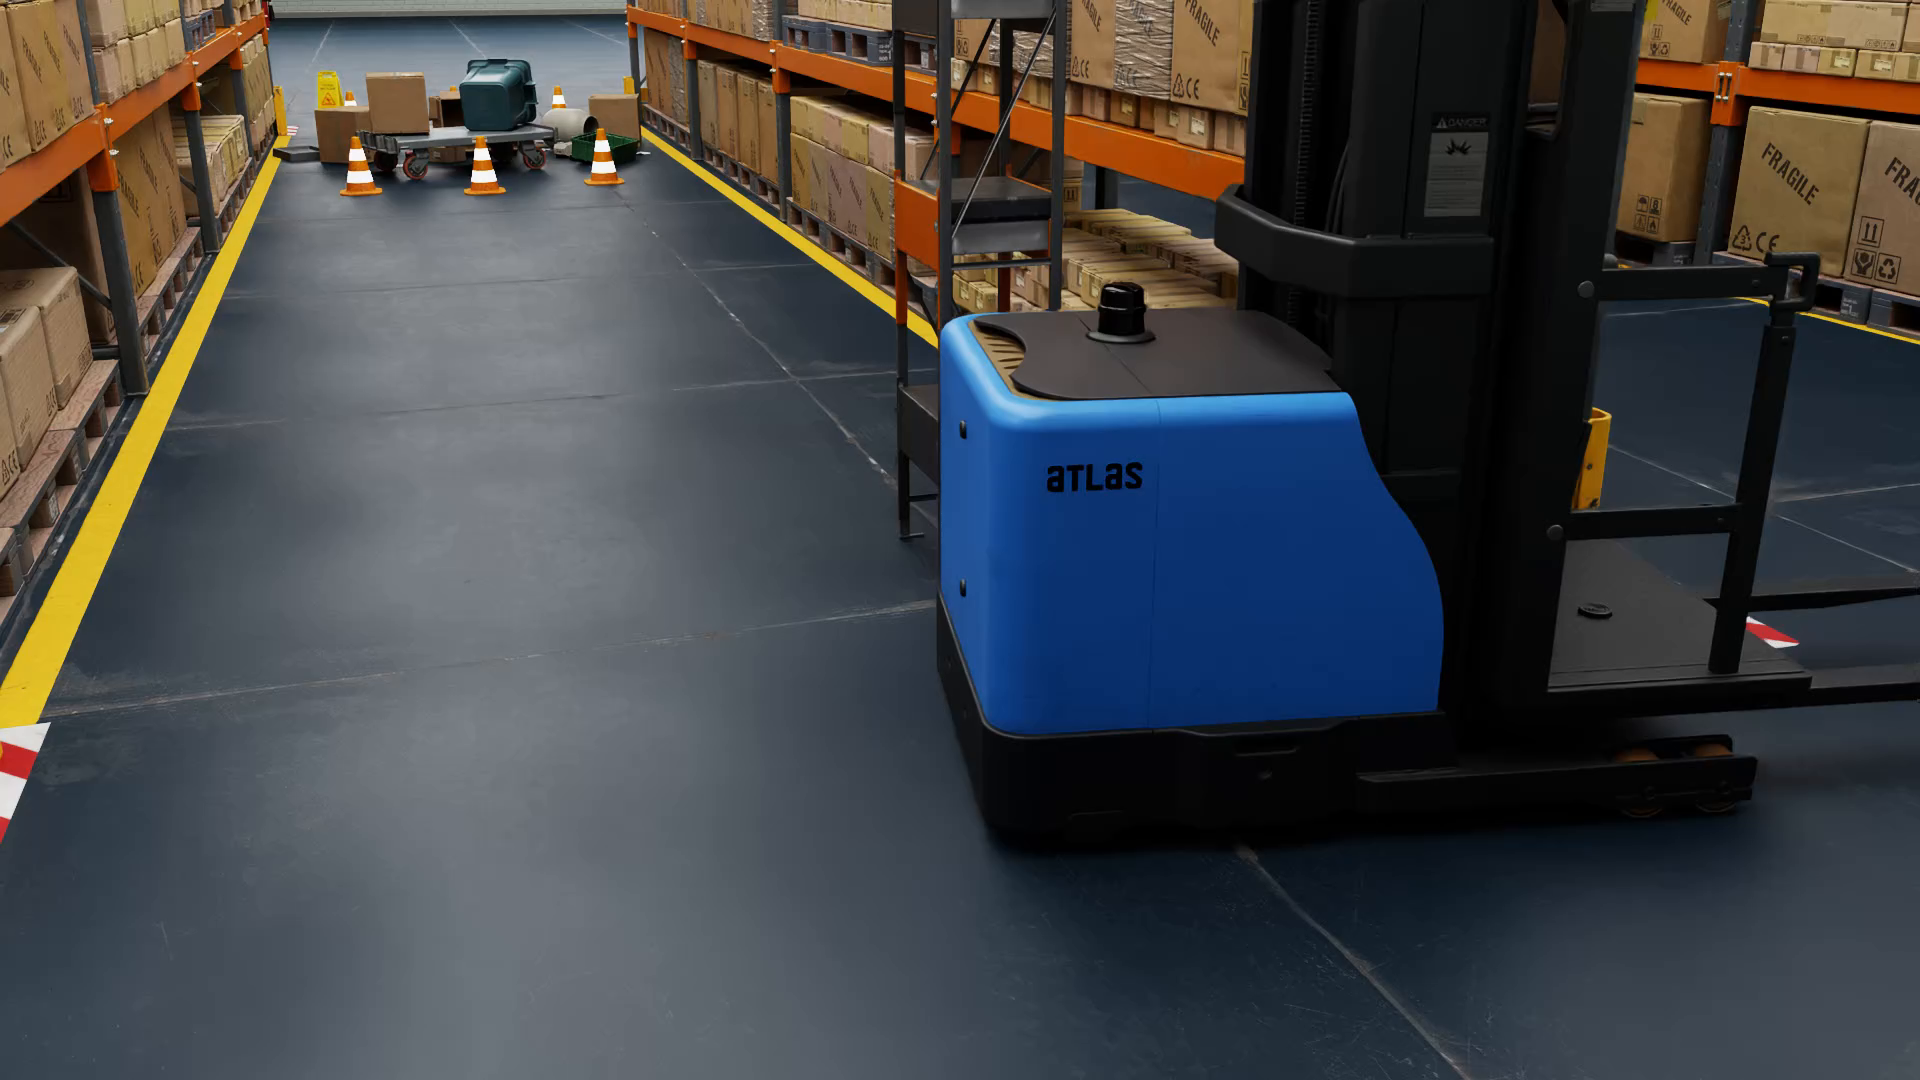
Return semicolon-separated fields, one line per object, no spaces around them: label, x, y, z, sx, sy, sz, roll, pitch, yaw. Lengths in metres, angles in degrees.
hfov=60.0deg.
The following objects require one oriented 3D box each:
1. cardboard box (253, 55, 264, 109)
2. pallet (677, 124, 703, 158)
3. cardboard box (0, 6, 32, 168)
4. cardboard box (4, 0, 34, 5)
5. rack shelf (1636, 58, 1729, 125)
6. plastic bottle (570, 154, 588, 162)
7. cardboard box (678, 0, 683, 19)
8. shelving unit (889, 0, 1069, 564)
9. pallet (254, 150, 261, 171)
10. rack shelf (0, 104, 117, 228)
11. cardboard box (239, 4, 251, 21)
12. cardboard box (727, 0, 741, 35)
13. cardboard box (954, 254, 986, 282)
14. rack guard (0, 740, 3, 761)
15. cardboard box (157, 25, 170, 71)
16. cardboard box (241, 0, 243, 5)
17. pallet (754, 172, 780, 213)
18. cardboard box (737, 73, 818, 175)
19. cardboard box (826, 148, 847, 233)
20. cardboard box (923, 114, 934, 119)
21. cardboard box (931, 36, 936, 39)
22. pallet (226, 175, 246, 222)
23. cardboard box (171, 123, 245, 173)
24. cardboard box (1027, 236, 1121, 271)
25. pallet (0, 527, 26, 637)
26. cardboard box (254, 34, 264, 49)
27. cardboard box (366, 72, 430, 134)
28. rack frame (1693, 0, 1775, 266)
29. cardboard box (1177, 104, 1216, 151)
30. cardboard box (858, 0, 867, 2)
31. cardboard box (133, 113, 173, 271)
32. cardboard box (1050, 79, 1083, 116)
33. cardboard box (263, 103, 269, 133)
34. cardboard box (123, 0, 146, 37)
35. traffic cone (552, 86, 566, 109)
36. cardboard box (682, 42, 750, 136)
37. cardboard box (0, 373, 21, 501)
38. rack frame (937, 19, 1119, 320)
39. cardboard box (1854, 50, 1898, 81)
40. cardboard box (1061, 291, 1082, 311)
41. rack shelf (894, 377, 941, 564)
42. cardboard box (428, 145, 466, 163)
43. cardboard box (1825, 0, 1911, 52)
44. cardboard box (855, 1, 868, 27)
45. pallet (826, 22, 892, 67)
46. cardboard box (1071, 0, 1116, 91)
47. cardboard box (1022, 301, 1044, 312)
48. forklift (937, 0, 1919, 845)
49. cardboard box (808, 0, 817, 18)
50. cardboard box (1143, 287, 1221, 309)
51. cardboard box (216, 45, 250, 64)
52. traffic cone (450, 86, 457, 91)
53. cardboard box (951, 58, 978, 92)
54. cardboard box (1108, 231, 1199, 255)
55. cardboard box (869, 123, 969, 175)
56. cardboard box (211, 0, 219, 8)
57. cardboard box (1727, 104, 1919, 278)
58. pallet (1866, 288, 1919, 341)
cardboard box;-7.079;-4.425;16.136;0.500;0.500;0.500;-5;20;-14
pallet;-2.306;-4.112;17.052;1.003;0.211;1.213;-6;21;-17
cardboard box;-3.417;-1.478;5.445;0.500;0.500;0.500;-6;21;-15
cardboard box;-3.563;-2.116;5.742;0.500;0.500;0.500;-6;21;-16
rack shelf;4.485;-3.402;12.016;1.077;0.370;4.000;-6;21;-17
plastic bottle;-3.661;-3.717;16.175;0.283;0.061;0.133;17;26;39
cardboard box;-2.269;-5.360;16.179;0.875;0.550;0.550;-6;21;-17
shelving unit;0.052;-0.935;5.414;0.431;2.100;0.503;-6;21;-17
pallet;-7.054;-3.513;15.384;1.003;0.211;1.213;-6;21;-17
rack shelf;-3.666;-1.066;5.511;1.077;0.370;4.000;-6;21;-17
cardboard box;-6.997;-5.042;15.888;0.380;0.149;0.250;-6;21;-17
cardboard box;-1.593;-4.372;13.503;0.500;0.500;0.500;-7;21;-18
cardboard box;0.183;-1.450;8.673;0.380;0.149;0.250;-5;20;-15
rack guard;-3.030;0.422;4.003;1.175;0.500;0.348;-6;21;-17
cardboard box;-4.828;-2.799;9.494;0.500;0.250;0.500;-7;21;-18
cardboard box;-6.863;-5.130;15.173;0.500;0.500;0.500;-6;21;-17
pallet;-1.061;-2.837;13.502;1.003;0.211;1.213;-6;21;-17
cardboard box;-1.268;-3.512;13.964;1.050;0.750;0.750;-6;21;-16
cardboard box;-0.577;-2.330;11.043;0.500;0.500;0.500;-7;21;-19
cardboard box;0.066;-2.579;10.626;0.500;0.250;0.500;-6;20;-15
cardboard box;0.060;-2.790;8.998;0.380;0.149;0.250;-7;21;-18
pallet;-6.176;-2.659;13.008;1.003;0.211;1.213;-6;21;-17
cardboard box;-6.413;-3.176;13.588;0.950;0.372;0.625;-5;20;-14
cardboard box;0.545;-1.356;7.971;0.380;0.149;0.250;-7;21;-19
pallet;-3.363;0.302;4.765;1.003;0.211;1.213;-6;21;-17
cardboard box;-7.388;-5.119;17.108;0.380;0.149;0.250;-6;21;-16
cardboard box;-5.129;-3.992;15.171;0.500;0.500;0.500;-6;21;-17
rack frame;5.113;-3.099;10.107;1.000;3.000;0.127;-6;21;-17
cardboard box;1.021;-1.519;6.081;0.380;0.149;0.250;-6;21;-16
cardboard box;-0.428;-3.432;10.344;0.380;0.149;0.250;-6;21;-15
cardboard box;-5.137;-2.010;9.598;0.875;0.875;0.875;-6;21;-17
cardboard box;0.611;-1.943;7.261;0.380;0.149;0.250;-5;20;-15
cardboard box;-7.232;-4.235;16.717;0.500;0.250;0.500;-7;21;-19
cardboard box;-4.489;-2.711;8.510;0.500;0.250;0.500;-6;21;-17
traffic cone;-4.580;-4.940;18.986;0.336;0.463;0.334;-6;21;-17
cardboard box;-2.273;-4.579;16.749;0.875;0.875;0.875;-6;21;-16
cardboard box;-3.635;-0.248;5.340;0.875;0.438;0.875;-6;21;-16
rack frame;0.373;-2.605;8.731;1.000;3.000;0.127;-6;21;-17
cardboard box;5.141;-2.598;9.083;0.380;0.149;0.250;-7;21;-19
cardboard box;0.624;-1.039;7.527;0.380;0.149;0.250;-7;21;-18
rack shelf;0.052;-0.263;5.655;0.431;0.518;0.480;-6;21;-17
cardboard box;-5.027;-3.816;16.148;0.396;0.266;0.258;12;23;30
cardboard box;5.164;-2.830;9.139;0.500;0.250;0.500;-6;21;-17
cardboard box;-0.436;-3.294;10.399;0.380;0.149;0.250;-7;21;-19
pallet;-0.223;-3.167;10.580;1.003;0.211;1.213;-6;21;-17
cardboard box;0.772;-2.113;6.775;0.500;0.500;0.500;-5;20;-14
cardboard box;0.521;-1.074;8.065;0.380;0.149;0.250;-7;21;-18
forklift;1.494;-0.879;4.028;3.031;2.935;1.130;-3;20;-7
cardboard box;-0.851;-3.716;11.577;0.380;0.149;0.250;-5;20;-15
cardboard box;0.838;-0.926;6.774;0.380;0.149;0.250;-6;21;-15
cardboard box;-6.720;-4.440;15.217;0.380;0.149;0.250;-6;21;-16
traffic cone;-5.760;-4.929;18.956;0.336;0.463;0.334;-6;21;-17
cardboard box;0.151;-2.361;8.423;0.380;0.149;0.250;-6;21;-15
cardboard box;0.942;-1.406;8.108;0.380;0.149;0.250;-6;21;-15
cardboard box;-0.250;-2.357;10.009;0.500;0.250;0.500;-5;20;-15
cardboard box;-6.120;-4.310;13.230;0.380;0.149;0.250;-6;21;-17
cardboard box;5.245;-2.077;9.782;0.875;0.875;0.875;-6;21;-17
pallet;5.665;-1.142;8.784;1.003;0.211;1.213;-6;21;-17
